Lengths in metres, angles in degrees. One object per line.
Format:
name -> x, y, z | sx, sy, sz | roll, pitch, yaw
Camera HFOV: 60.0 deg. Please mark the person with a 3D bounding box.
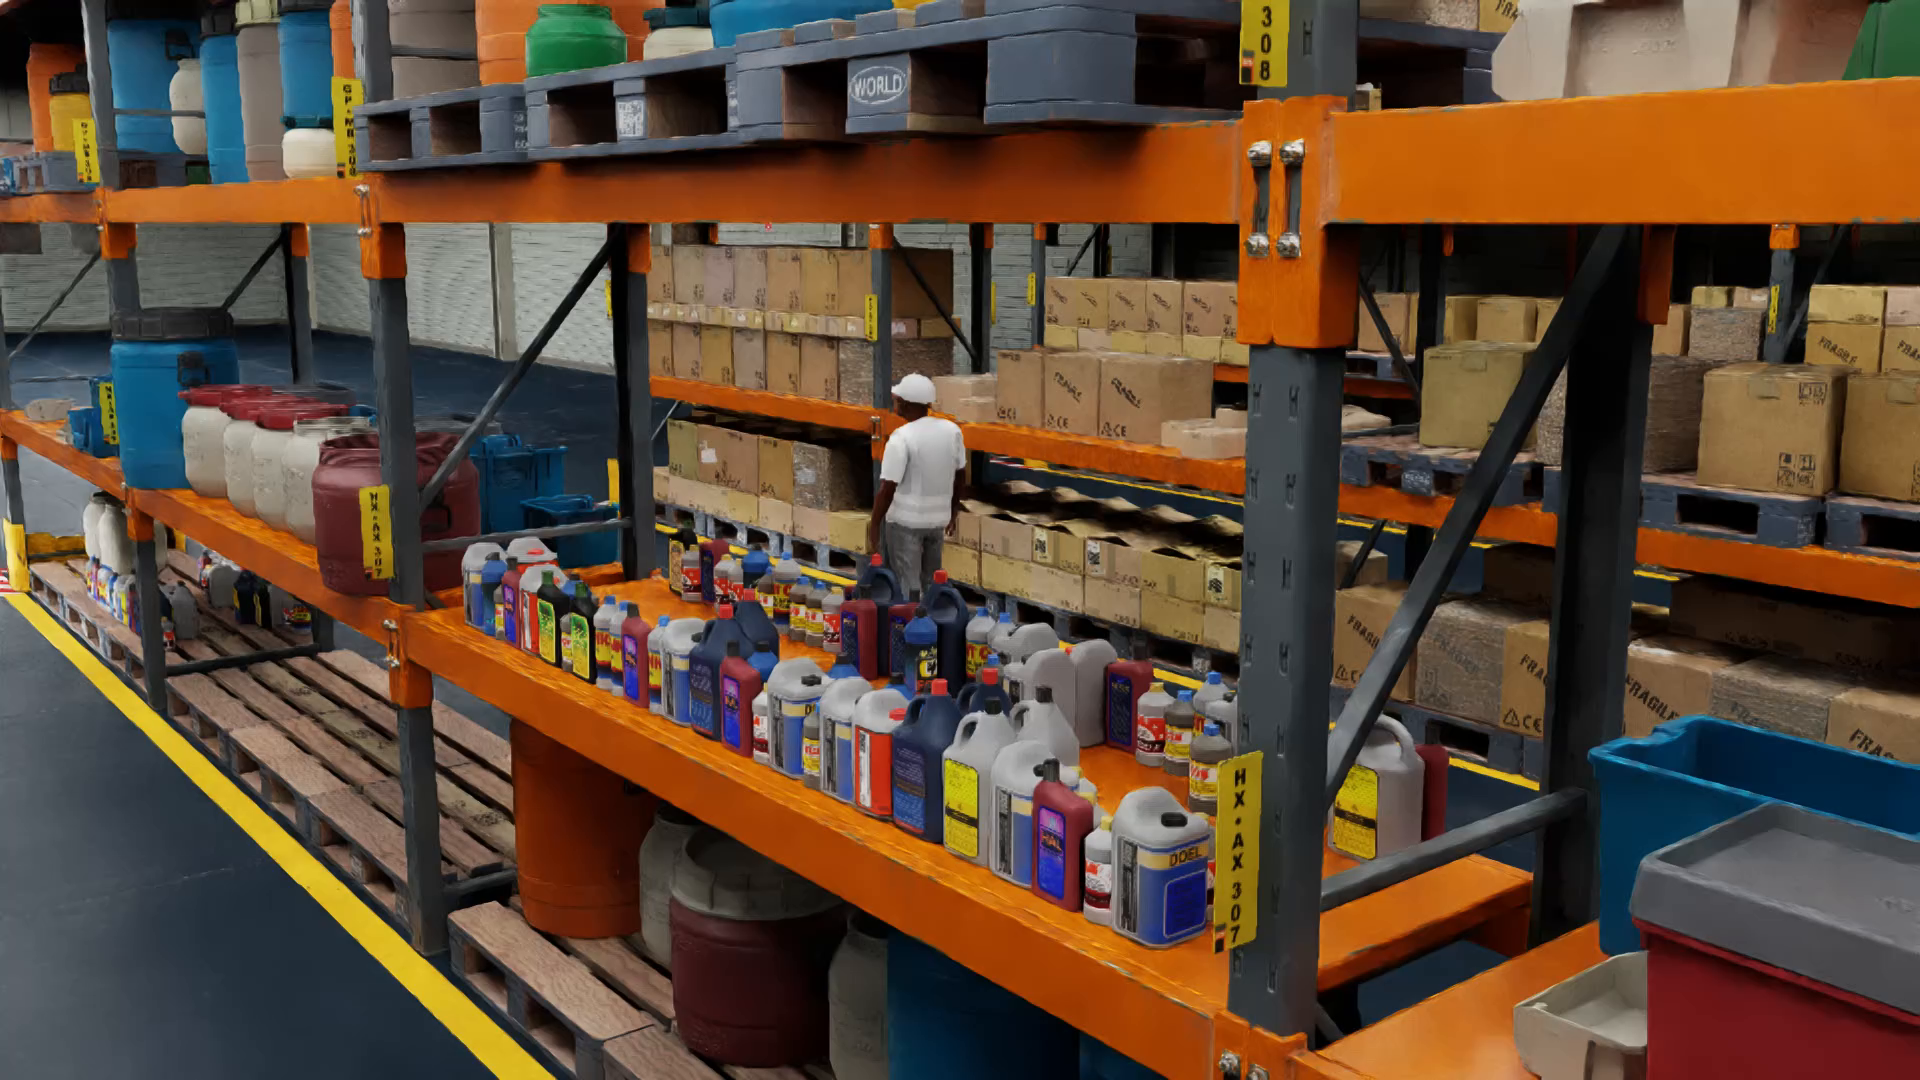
person -> -0.306, -0.131, 10.001 | 0.665, 1.766, 0.578 | -9, 14, -40
